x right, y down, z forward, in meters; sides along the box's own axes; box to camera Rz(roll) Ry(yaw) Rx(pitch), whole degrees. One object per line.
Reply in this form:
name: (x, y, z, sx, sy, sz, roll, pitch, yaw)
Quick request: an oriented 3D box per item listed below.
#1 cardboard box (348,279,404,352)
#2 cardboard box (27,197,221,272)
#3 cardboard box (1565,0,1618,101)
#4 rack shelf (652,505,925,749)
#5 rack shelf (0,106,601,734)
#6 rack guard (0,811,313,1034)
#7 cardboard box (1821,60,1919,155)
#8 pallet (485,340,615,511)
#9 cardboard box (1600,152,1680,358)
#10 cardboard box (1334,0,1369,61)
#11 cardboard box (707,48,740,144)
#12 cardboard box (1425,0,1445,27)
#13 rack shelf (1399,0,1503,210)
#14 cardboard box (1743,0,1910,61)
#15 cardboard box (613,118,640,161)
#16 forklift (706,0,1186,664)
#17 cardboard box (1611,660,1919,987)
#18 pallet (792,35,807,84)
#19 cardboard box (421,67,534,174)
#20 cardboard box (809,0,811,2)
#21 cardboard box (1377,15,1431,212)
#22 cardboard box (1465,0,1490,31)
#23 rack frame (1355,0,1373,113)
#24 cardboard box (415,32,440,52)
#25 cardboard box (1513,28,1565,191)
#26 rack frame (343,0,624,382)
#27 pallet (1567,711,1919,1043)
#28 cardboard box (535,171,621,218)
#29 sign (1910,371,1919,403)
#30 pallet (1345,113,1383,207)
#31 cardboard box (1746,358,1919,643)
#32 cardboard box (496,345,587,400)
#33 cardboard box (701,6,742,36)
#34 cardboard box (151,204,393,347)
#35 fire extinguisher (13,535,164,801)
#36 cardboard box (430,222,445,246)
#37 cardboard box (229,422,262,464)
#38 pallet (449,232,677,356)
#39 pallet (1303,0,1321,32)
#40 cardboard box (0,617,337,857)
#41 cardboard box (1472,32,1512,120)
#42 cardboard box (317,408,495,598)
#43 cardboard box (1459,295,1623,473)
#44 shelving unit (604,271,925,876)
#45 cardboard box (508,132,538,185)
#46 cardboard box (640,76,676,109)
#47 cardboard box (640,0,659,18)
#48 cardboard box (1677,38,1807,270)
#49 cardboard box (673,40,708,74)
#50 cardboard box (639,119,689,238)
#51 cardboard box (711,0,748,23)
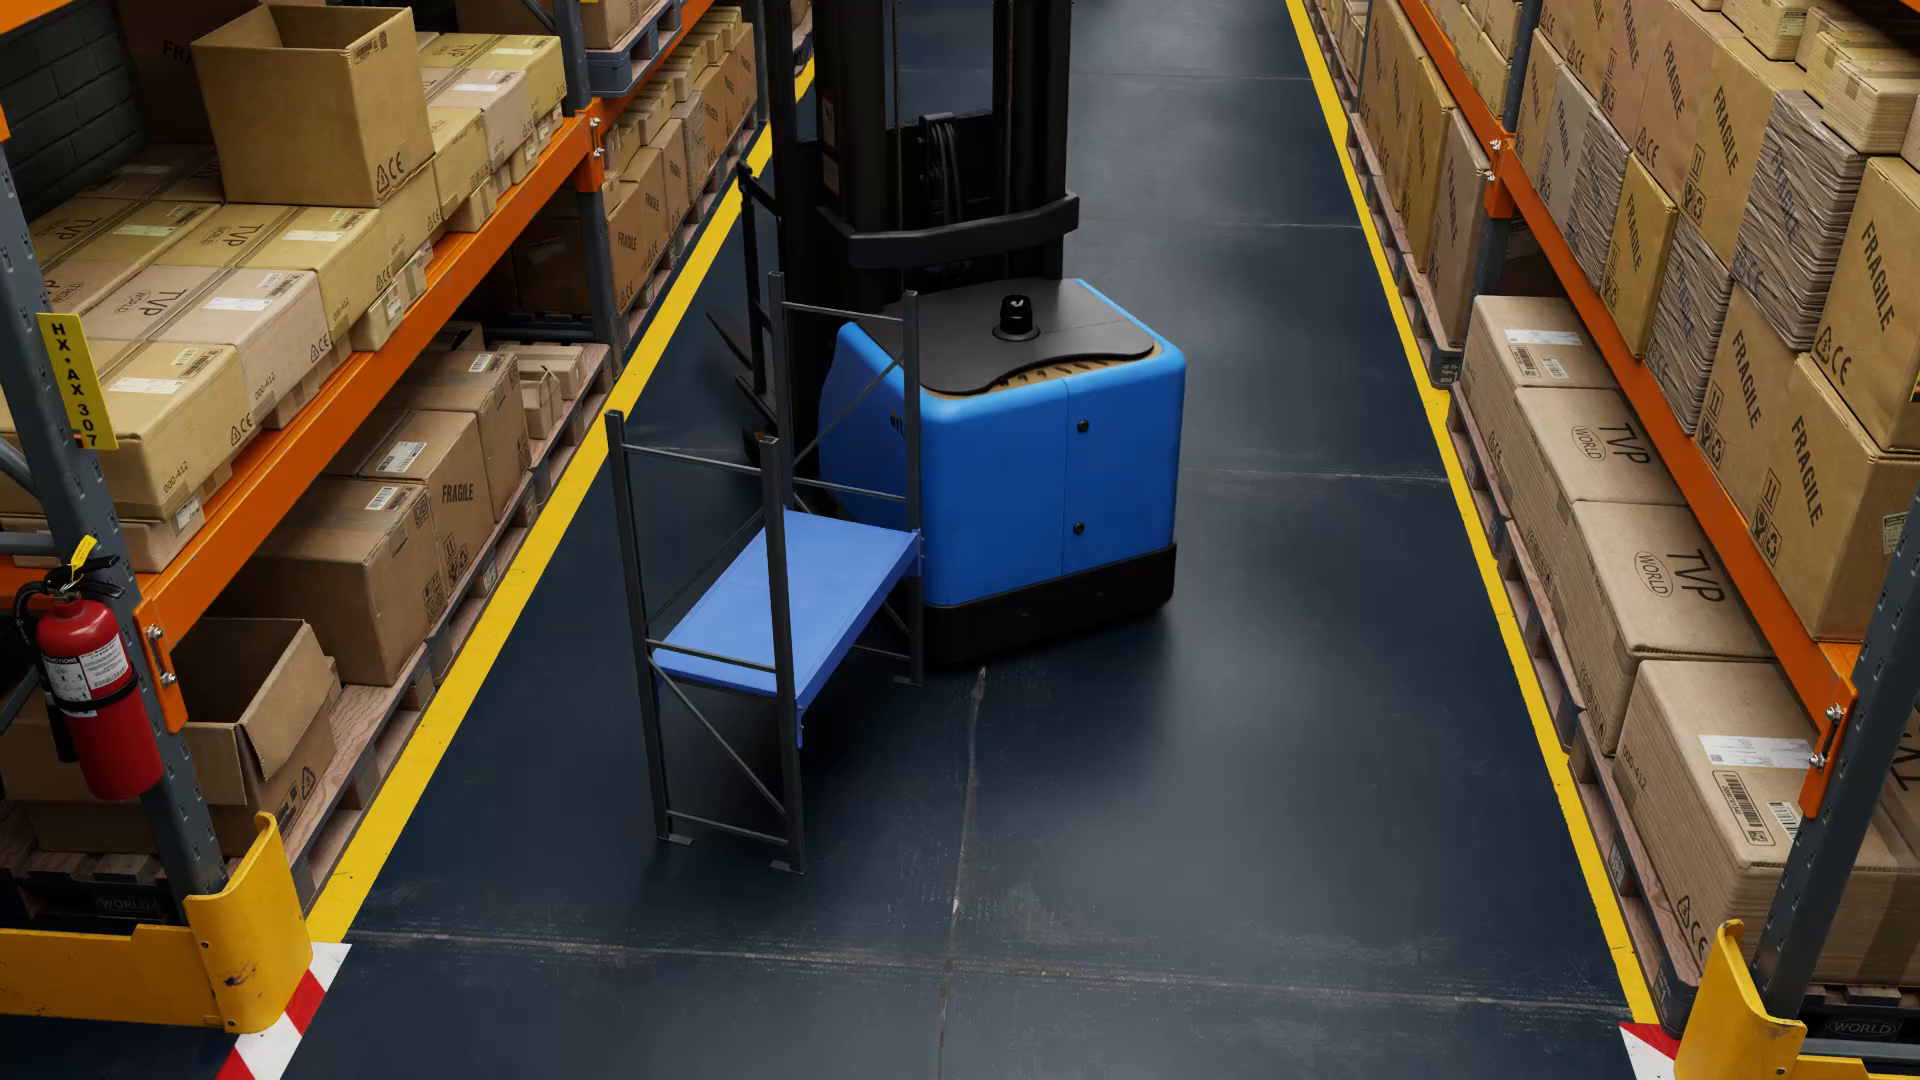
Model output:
cardboard box: (-2.009, -0.721, 5.300, 0.380, 0.149, 0.250, 2, 32, 3)
cardboard box: (-2.603, -0.839, 5.112, 0.500, 0.250, 0.500, 3, 32, 6)
cardboard box: (2.482, -1.843, 5.834, 0.500, 0.500, 0.500, 2, 32, 3)
rack shelf: (-0.539, 0.239, 5.275, 0.538, 0.185, 1.000, 11, 33, 17)
rack shelf: (-2.301, -0.736, 5.770, 1.077, 0.370, 4.000, 2, 32, 4)
rack guard: (-2.458, 1.028, 4.605, 1.175, 0.500, 0.348, 2, 32, 4)
cardboard box: (2.247, -0.999, 3.845, 0.380, 0.149, 0.250, 2, 32, 4)
pallet: (-2.195, -0.542, 7.428, 1.003, 0.211, 1.213, 2, 32, 4)
cardboard box: (2.376, -0.894, 5.246, 0.500, 0.500, 0.500, 3, 32, 5)
cardboard box: (3.243, -3.711, 12.016, 0.950, 0.372, 0.625, 2, 32, 3)
cardboard box: (-1.684, -2.803, 10.421, 0.500, 0.500, 0.500, 2, 32, 3)
cardboard box: (2.735, -2.859, 8.673, 0.500, 0.250, 0.500, 2, 32, 4)
rack shelf: (2.972, -2.617, 8.824, 1.077, 0.370, 4.000, 2, 32, 4)
cardboard box: (2.362, -1.396, 4.490, 0.380, 0.149, 0.250, 3, 32, 5)
cardboard box: (-1.880, -2.082, 8.633, 0.380, 0.149, 0.250, 2, 32, 3)
forklift: (-0.290, -1.562, 6.492, 1.130, 2.935, 3.031, -14, 34, -22)
cardboard box: (2.438, 0.776, 4.673, 0.875, 0.438, 0.875, 1, 32, 2)
pallet: (-1.707, -3.421, 12.100, 1.003, 0.211, 1.213, 2, 32, 4)
cardboard box: (-1.963, -1.611, 6.365, 0.500, 0.250, 0.500, 3, 32, 4)
cardboard box: (-1.589, -4.760, 13.478, 0.875, 0.625, 0.625, 2, 32, 3)
cardboard box: (2.919, -2.420, 9.442, 0.875, 0.875, 0.875, 3, 32, 5)
cardboard box: (2.636, -2.529, 7.662, 0.500, 0.250, 0.500, 3, 32, 5)
rack frame: (3.135, -3.969, 10.332, 1.000, 3.000, 0.127, 2, 32, 4)
cardboard box: (-2.448, -1.903, 6.839, 0.500, 0.250, 0.500, 2, 32, 3)
cardboard box: (2.510, -1.686, 6.532, 0.500, 0.500, 0.500, 3, 32, 6)
rack frame: (-2.138, -2.088, 7.279, 1.000, 3.000, 0.127, 2, 32, 4)
pallet: (2.471, 0.980, 4.959, 1.003, 0.211, 1.213, 2, 32, 4)
cardboard box: (-1.844, -1.655, 7.940, 0.380, 0.149, 0.250, 4, 32, 6)
sign: (1.944, -0.410, 3.227, 0.100, 0.325, 0.005, 2, 32, 4)
pallet: (2.996, -2.373, 10.400, 1.003, 0.211, 1.213, 2, 32, 4)
cardboard box: (2.259, -0.092, 3.945, 0.500, 0.500, 0.500, 3, 32, 4)
cardboard box: (-1.891, -0.749, 7.423, 0.380, 0.149, 0.250, 2, 32, 2)
cardboard box: (-1.600, -3.301, 10.612, 0.380, 0.149, 0.250, 1, 32, 2)
cardboard box: (-2.080, -0.814, 5.071, 0.500, 0.250, 0.500, 2, 32, 3)
fire extinguisher: (-2.015, 0.292, 3.846, 0.296, 0.674, 0.183, 2, 32, 4)
cardboard box: (-2.083, -1.128, 5.961, 0.380, 0.149, 0.250, 3, 32, 5)
cardboard box: (-2.202, -0.323, 4.655, 0.380, 0.149, 0.250, 2, 32, 3)
pallet: (-2.110, -1.328, 8.703, 1.003, 0.211, 1.213, 2, 32, 4)
pallet: (3.399, -4.467, 13.797, 1.003, 0.211, 1.213, 2, 32, 4)
cardboard box: (-2.320, 0.572, 4.942, 0.797, 0.503, 0.637, 1, 32, 2)
cardboard box: (2.595, -2.059, 7.375, 0.500, 0.250, 0.500, 2, 32, 3)
cardboard box: (-2.069, -0.144, 6.107, 0.500, 0.500, 0.500, 3, 32, 5)
cardboard box: (2.651, -0.642, 6.975, 0.875, 0.438, 0.875, 2, 32, 3)
shelving unit: (-0.539, 0.086, 5.180, 0.538, 1.500, 1.048, 11, 33, 17)
cardboard box: (-1.909, -1.529, 6.612, 0.380, 0.149, 0.250, 3, 32, 5)
cardboard box: (-1.807, -2.483, 9.283, 0.380, 0.149, 0.250, 3, 32, 4)
cardboard box: (-1.834, -2.823, 7.977, 0.700, 0.500, 0.500, 3, 32, 5)
cardboard box: (2.342, -1.050, 4.546, 0.500, 0.500, 0.500, 2, 32, 4)
cardboard box: (-1.724, -2.885, 9.937, 0.380, 0.149, 0.250, 3, 32, 5)
cardboard box: (-1.796, -1.985, 9.095, 0.500, 0.500, 0.500, 2, 32, 3)
cardboard box: (-1.748, -3.673, 11.714, 0.875, 0.625, 0.625, 3, 32, 6)
